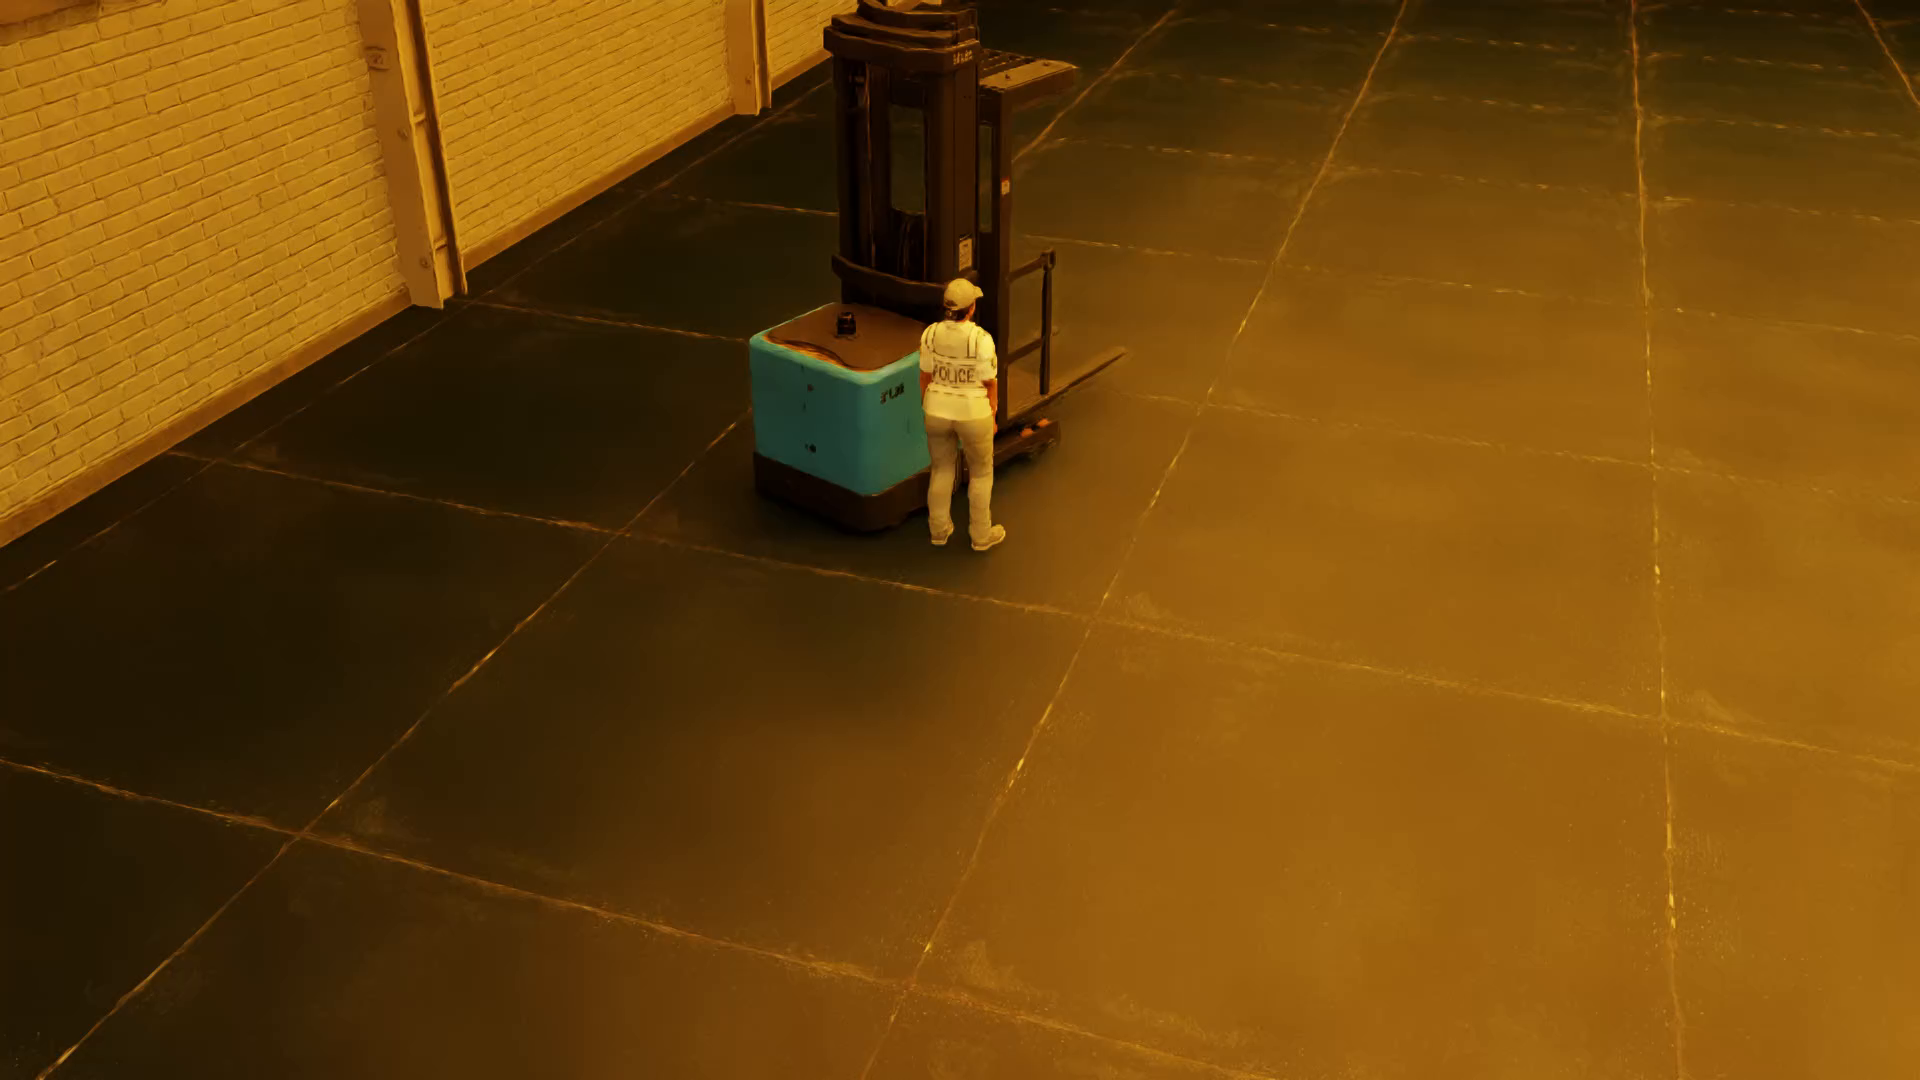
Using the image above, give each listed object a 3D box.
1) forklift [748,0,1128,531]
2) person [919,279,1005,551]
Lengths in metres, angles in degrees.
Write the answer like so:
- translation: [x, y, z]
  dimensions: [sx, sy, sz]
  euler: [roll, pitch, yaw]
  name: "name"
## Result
- translation: [0.012, -1.991, 10.629]
  dimensions: [1.130, 2.935, 3.031]
  euler: [22, 36, 33]
  name: "forklift"
- translation: [0.012, -0.728, 9.697]
  dimensions: [0.482, 1.669, 0.390]
  euler: [10, 31, 16]
  name: "person"
